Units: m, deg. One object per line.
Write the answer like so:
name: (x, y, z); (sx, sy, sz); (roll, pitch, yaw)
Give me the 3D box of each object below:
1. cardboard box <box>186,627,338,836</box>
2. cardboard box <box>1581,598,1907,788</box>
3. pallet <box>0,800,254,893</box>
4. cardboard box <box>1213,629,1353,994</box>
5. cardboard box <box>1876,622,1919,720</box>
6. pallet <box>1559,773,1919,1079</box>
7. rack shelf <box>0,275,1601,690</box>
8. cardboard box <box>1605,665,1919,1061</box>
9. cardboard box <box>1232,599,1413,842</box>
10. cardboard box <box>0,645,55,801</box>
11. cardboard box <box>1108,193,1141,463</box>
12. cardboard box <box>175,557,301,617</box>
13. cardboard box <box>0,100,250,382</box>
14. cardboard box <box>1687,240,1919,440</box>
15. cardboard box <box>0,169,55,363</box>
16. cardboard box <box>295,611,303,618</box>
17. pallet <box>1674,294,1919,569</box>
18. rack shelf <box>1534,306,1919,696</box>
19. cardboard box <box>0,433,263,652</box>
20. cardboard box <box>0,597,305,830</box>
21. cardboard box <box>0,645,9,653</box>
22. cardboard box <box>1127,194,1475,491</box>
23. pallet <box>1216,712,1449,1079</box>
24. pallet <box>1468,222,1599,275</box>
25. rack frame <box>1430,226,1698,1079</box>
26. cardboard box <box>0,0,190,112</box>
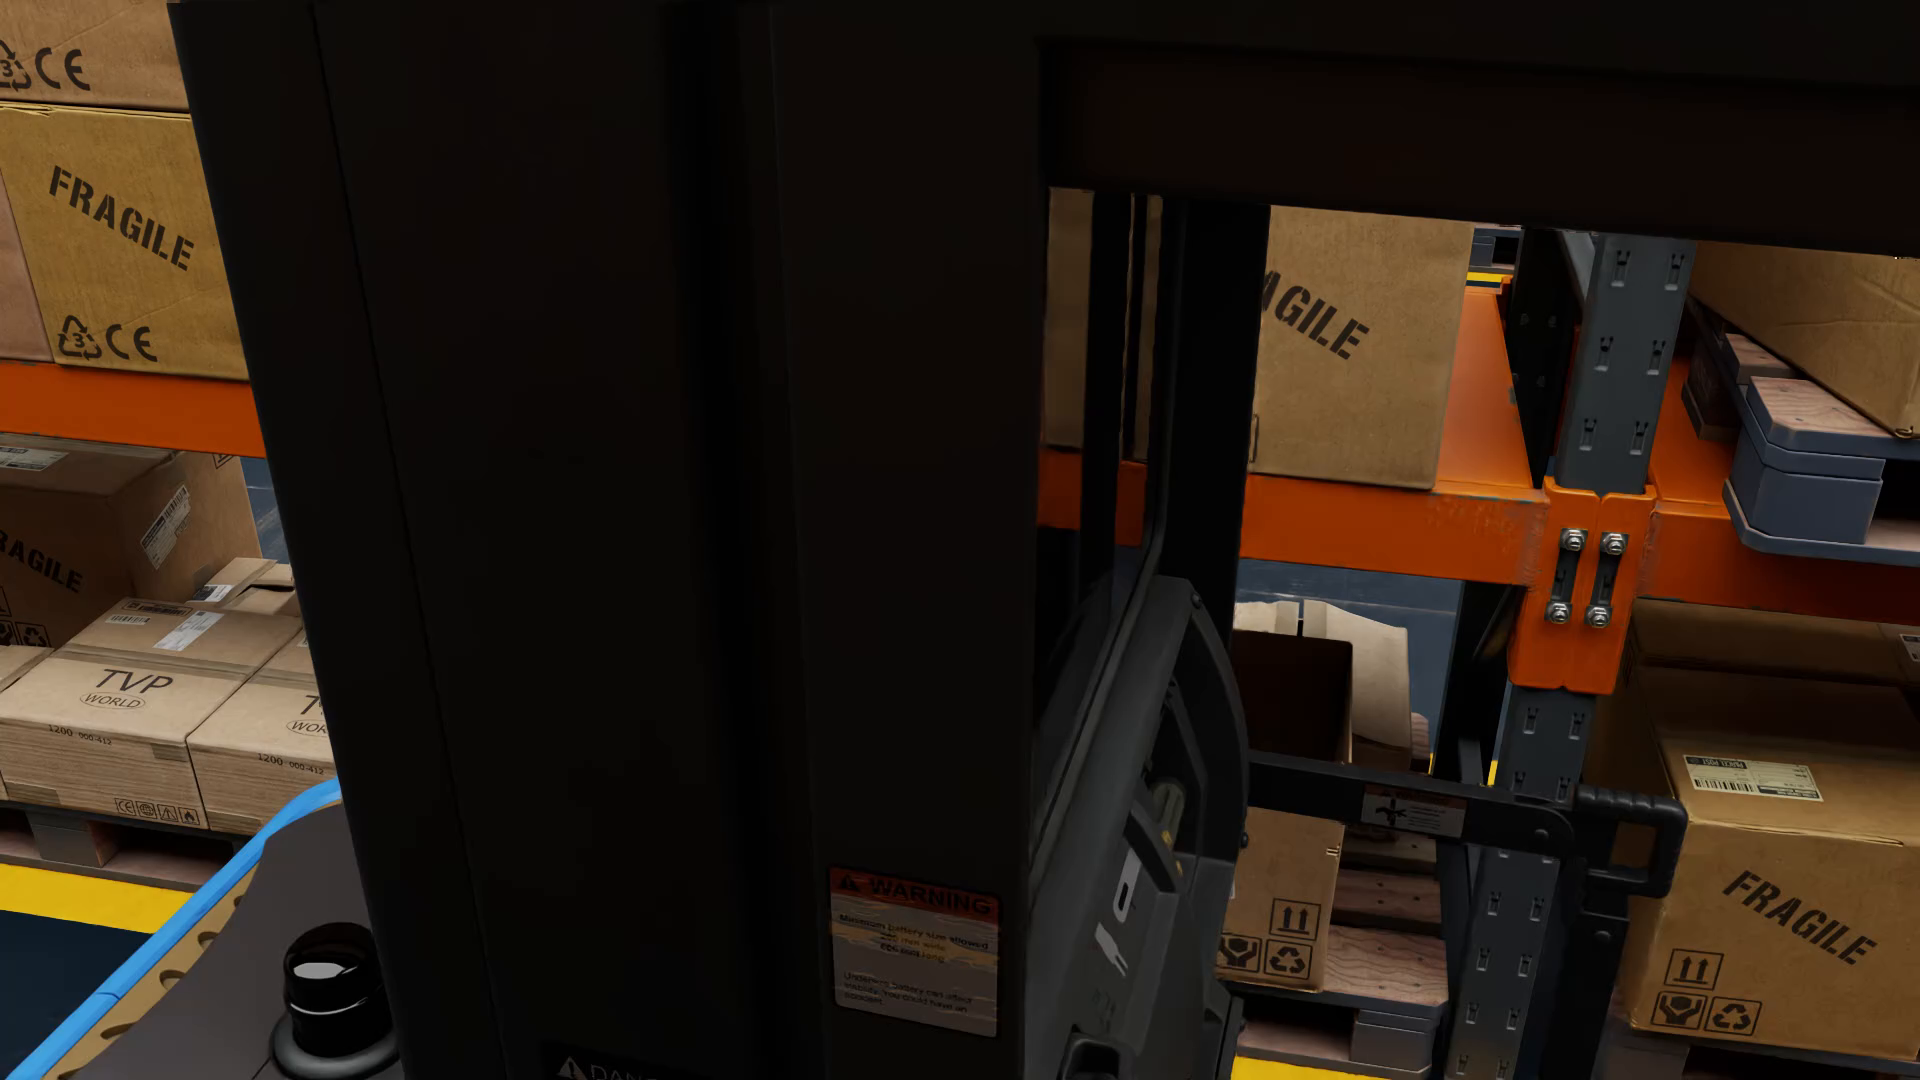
cardboard box: (-1.342, 0.435, 3.736); (0.500, 0.250, 0.500); (6, 29, 11)
cardboard box: (1.662, 0.354, 3.625); (0.500, 0.500, 0.500); (6, 29, 10)
pallet: (-1.938, 0.445, 4.218); (1.213, 0.211, 1.003); (6, 29, 11)
cardboard box: (0.503, 0.515, 3.331); (0.500, 0.500, 0.500); (6, 29, 11)
cardboard box: (2.143, 0.407, 3.527); (0.500, 0.500, 0.500); (6, 29, 11)
pallet: (1.923, 0.822, 3.528); (1.213, 0.211, 1.003); (6, 29, 11)
rack shelf: (-0.837, -0.350, 3.514); (4.000, 0.370, 1.077); (6, 29, 11)
cardboard box: (1.541, 0.602, 3.172); (0.500, 0.500, 0.500); (5, 29, 8)
cardboard box: (0.754, 0.378, 3.778); (0.500, 0.311, 0.500); (6, 29, 11)
cardboard box: (-2.210, 0.413, 3.865); (0.250, 0.166, 0.380); (6, 29, 11)
cardboard box: (0.072, -0.489, 2.916); (0.500, 0.500, 0.500); (7, 29, 12)
cardboard box: (-1.832, 0.206, 4.243); (0.250, 0.166, 0.380); (6, 29, 11)
cardboard box: (-1.418, -0.640, 3.192); (0.500, 0.500, 0.500); (6, 29, 10)
cardboard box: (1.536, -0.540, 2.572); (0.500, 0.500, 0.700); (-4, 29, -7)
cardboard box: (-1.908, -0.692, 3.286); (0.500, 0.500, 0.500); (6, 29, 10)
cardboard box: (-1.287, 0.196, 4.174); (0.500, 0.250, 0.500); (6, 29, 11)
pallet: (1.878, -0.249, 2.781); (1.213, 0.211, 1.003); (6, 29, 11)
rack shelf: (3.075, 0.051, 2.781); (4.000, 0.370, 1.077); (6, 29, 11)
cardboard box: (-2.209, -0.023, 4.314); (0.500, 0.500, 0.500); (6, 29, 11)
cardboard box: (-1.831, 0.385, 3.828); (0.500, 0.250, 0.500); (6, 29, 11)
cardboard box: (-2.455, 0.395, 3.915); (0.250, 0.149, 0.380); (6, 29, 11)
cardboard box: (0.577, -0.438, 2.823); (0.500, 0.500, 0.500); (6, 29, 11)
pallet: (0.448, 0.689, 3.771); (1.213, 0.211, 1.003); (6, 29, 11)
pallet: (2.903, -1.470, 7.716); (1.213, 0.211, 1.003); (6, 29, 11)
rack frame: (1.119, -0.465, 2.975); (0.127, 3.000, 1.000); (6, 29, 11)
cardboard box: (-1.413, -1.078, 2.951); (0.500, 0.500, 0.500); (6, 29, 11)
